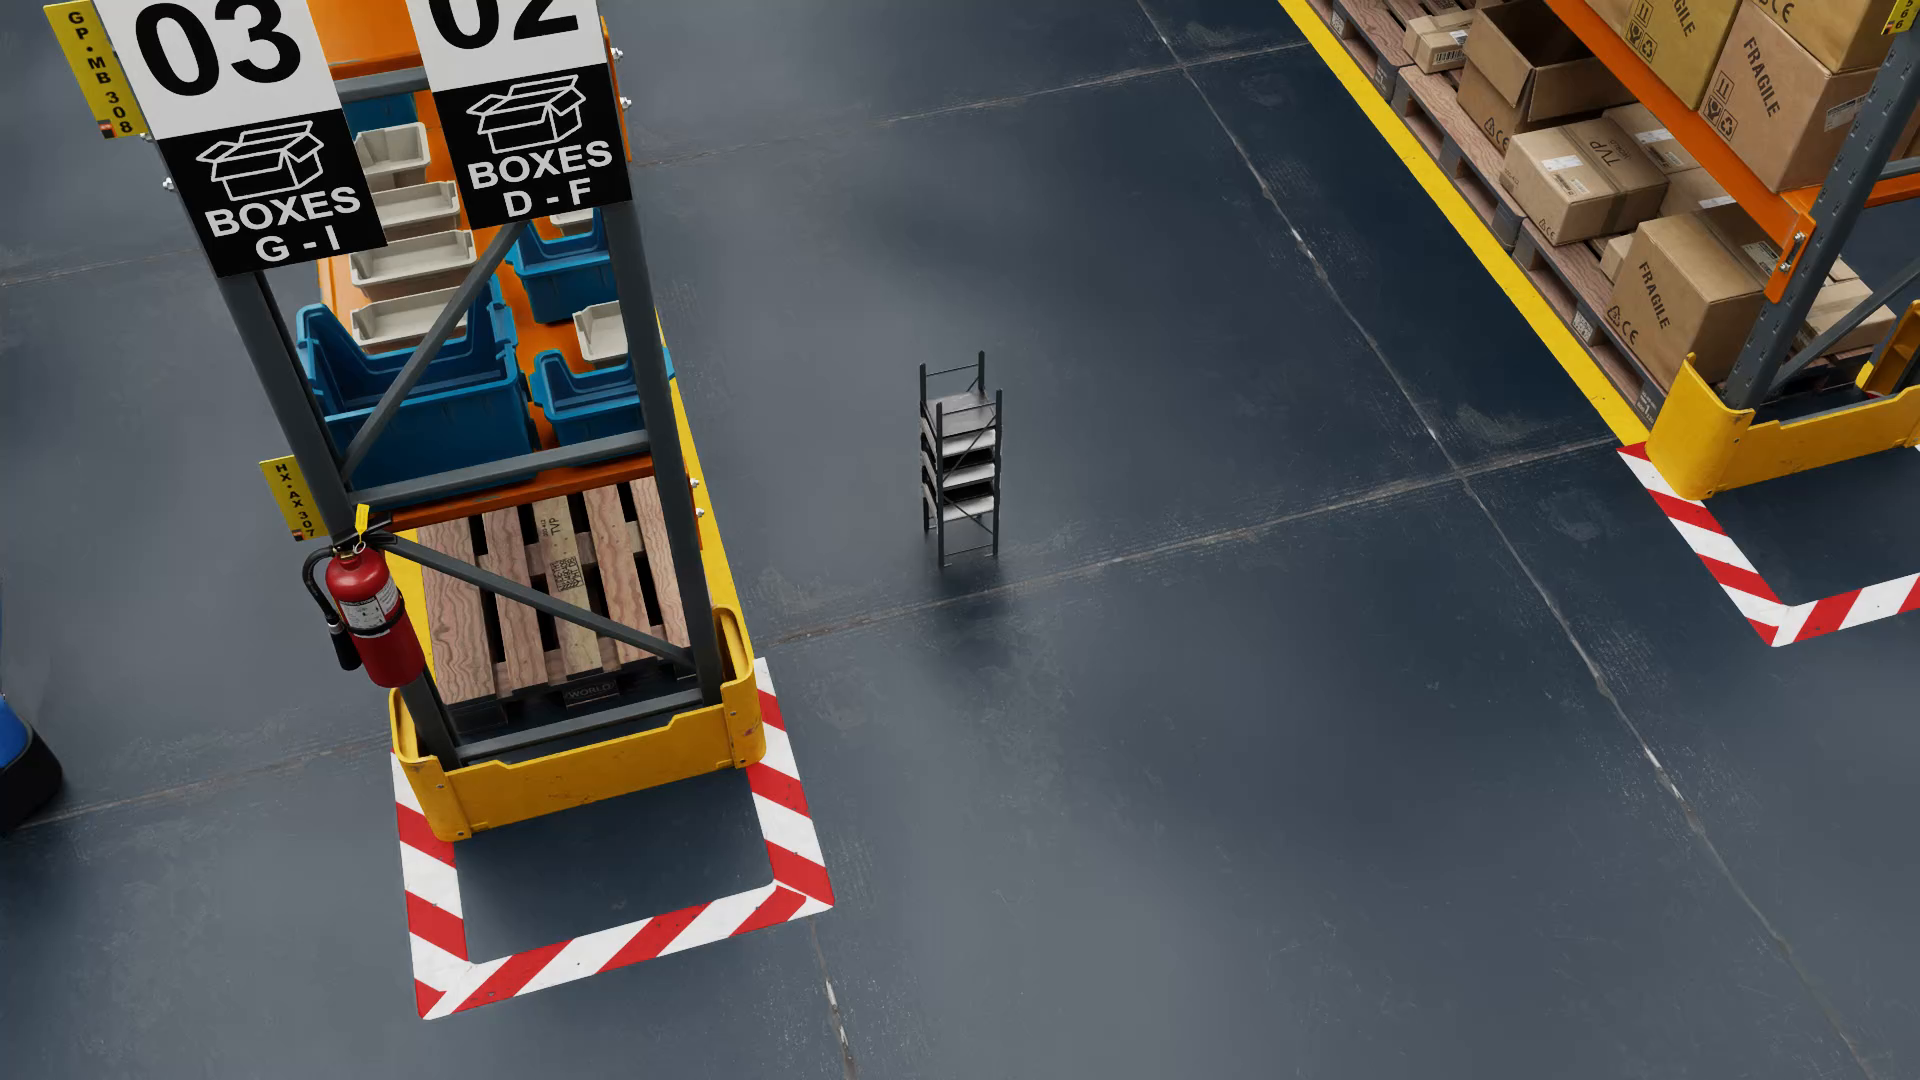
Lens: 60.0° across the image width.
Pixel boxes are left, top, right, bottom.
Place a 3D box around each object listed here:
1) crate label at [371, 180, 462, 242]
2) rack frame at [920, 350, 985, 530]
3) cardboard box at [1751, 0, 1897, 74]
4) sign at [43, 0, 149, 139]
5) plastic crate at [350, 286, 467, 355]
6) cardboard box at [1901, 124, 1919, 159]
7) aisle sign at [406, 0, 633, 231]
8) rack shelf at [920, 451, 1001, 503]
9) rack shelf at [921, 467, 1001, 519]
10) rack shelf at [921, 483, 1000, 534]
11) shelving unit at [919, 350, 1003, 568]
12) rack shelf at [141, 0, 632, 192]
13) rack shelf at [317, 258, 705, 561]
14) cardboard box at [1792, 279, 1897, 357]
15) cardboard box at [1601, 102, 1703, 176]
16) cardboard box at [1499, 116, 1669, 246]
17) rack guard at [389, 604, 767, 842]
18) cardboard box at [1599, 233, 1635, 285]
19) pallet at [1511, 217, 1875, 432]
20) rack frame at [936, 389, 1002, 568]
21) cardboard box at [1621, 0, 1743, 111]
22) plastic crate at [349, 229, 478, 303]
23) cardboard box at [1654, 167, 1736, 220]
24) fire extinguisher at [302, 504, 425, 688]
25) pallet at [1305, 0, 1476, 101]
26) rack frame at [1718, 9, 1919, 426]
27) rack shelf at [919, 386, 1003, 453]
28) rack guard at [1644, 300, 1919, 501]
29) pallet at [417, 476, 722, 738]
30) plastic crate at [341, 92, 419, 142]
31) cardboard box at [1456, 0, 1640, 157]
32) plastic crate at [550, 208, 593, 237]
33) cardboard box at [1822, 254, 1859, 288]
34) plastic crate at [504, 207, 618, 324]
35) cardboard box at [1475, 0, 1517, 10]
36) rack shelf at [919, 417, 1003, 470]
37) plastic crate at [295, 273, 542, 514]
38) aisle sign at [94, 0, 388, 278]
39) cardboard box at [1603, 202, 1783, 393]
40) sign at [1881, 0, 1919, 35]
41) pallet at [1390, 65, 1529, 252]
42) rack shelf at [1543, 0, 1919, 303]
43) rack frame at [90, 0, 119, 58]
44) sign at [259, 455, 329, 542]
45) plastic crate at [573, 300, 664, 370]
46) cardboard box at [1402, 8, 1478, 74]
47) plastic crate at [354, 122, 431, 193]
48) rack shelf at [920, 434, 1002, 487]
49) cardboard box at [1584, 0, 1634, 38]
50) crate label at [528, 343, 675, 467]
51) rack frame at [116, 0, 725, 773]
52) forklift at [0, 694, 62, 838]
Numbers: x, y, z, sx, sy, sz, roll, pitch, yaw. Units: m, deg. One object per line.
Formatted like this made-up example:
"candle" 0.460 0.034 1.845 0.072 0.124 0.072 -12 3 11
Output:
"crate label" -1.892 -1.098 5.636 0.396 0.136 0.243 -13 51 -11
"rack frame" -0.028 -0.358 6.253 0.240 0.900 0.006 -13 51 -11
"cardboard box" 3.038 -1.930 5.486 0.500 0.500 0.500 -14 51 -11
"sign" -1.821 -0.993 3.521 0.100 0.325 0.005 -13 51 -11
"plastic crate" -1.714 -0.685 5.288 0.396 0.136 0.243 -13 51 -11
"cardboard box" 3.553 -1.729 5.970 0.500 0.500 0.500 -12 51 -10
"aisle sign" -0.995 -1.048 3.761 0.394 0.787 0.004 -13 51 -11
"rack shelf" 0.002 -0.263 6.216 0.258 0.077 0.200 -13 51 -11
"rack shelf" 0.002 -0.205 6.285 0.258 0.077 0.200 -13 51 -11
"rack shelf" 0.002 -0.147 6.354 0.258 0.077 0.200 -13 51 -11
"shelving unit" 0.002 -0.284 6.191 0.258 0.900 0.210 -13 51 -11
"rack shelf" -1.892 -2.391 5.102 1.077 0.370 4.000 -13 51 -11
"rack shelf" -1.892 -1.425 6.249 1.077 0.370 4.000 -13 51 -11
"cardboard box" 3.637 -0.919 6.930 0.380 0.149 0.250 -13 51 -11
"cardboard box" 3.247 -1.760 7.572 0.500 0.250 0.500 -13 51 -11
"cardboard box" 2.784 -1.611 7.446 0.500 0.250 0.500 -13 51 -11
"rack guard" -1.281 0.625 5.686 1.175 0.500 0.348 -13 51 -11
"cardboard box" 3.003 -1.199 7.154 0.380 0.166 0.250 -13 51 -11
"pallet" 3.174 -1.052 7.288 1.003 0.211 1.213 -13 51 -11
"rack frame" 0.032 -0.210 6.128 0.240 0.900 0.006 -13 51 -11
"cardboard box" 2.884 -1.989 6.189 0.500 0.500 0.500 -13 51 -11
"plastic crate" -1.786 -0.900 5.469 0.396 0.136 0.243 -13 51 -11
"cardboard box" 3.395 -1.395 7.264 0.500 0.250 0.500 -13 51 -11
"fire extinguisher" -1.690 0.162 4.735 0.296 0.674 0.183 -13 51 -11
"pallet" 2.452 -2.834 8.791 1.003 0.211 1.213 -13 51 -11
"rack frame" 3.433 -1.313 5.685 1.000 3.000 0.127 -13 51 -11
"rack shelf" 0.002 -0.437 6.010 0.258 0.077 0.200 -13 51 -11
"rack guard" 3.410 -0.563 6.687 1.175 0.500 0.348 -13 51 -11
"pallet" -1.507 0.092 6.324 1.003 0.211 1.213 -13 51 -11
"plastic crate" -2.152 -1.603 6.000 0.416 0.233 0.300 -13 51 -11
"cardboard box" 2.810 -2.201 7.778 0.797 0.503 0.637 -13 51 -11
"plastic crate" -1.275 -1.133 5.666 0.250 0.136 0.298 -13 51 -11
"cardboard box" 3.563 -1.108 7.077 0.380 0.166 0.250 -13 51 -11
"plastic crate" -1.253 -0.897 5.404 0.416 0.233 0.300 -13 51 -11
"cardboard box" 2.911 -2.610 8.249 0.500 0.311 0.500 -13 51 -11
"rack shelf" 0.002 -0.379 6.078 0.258 0.077 0.200 -13 51 -11
"plastic crate" -1.578 -0.429 4.877 0.616 0.435 0.499 -13 51 -11
"aisle sign" -1.559 -0.915 3.649 0.394 0.787 0.004 -13 51 -11
"cardboard box" 3.037 -0.991 6.760 0.500 0.500 0.500 -13 51 -11
"sign" 2.897 -1.677 5.028 0.100 0.325 0.005 -13 51 -11
"pallet" 2.816 -1.941 8.038 1.003 0.211 1.213 -13 51 -11
"rack shelf" 2.841 -2.542 7.191 1.077 0.370 4.000 -13 51 -11
"rack frame" -1.300 -2.129 2.449 1.000 3.000 0.127 -13 51 -11
"sign" -1.821 -0.112 4.566 0.100 0.325 0.005 -13 51 -11
"plastic crate" -1.074 -0.638 5.249 0.250 0.136 0.298 -13 51 -11
"cardboard box" 2.433 -2.478 8.232 0.380 0.166 0.250 -13 51 -11
"plastic crate" -1.997 -1.310 5.815 0.298 0.136 0.250 -13 51 -11
"rack shelf" 0.002 -0.321 6.147 0.258 0.077 0.200 -13 51 -11
"cardboard box" 2.741 -2.355 6.497 0.500 0.500 0.500 -13 51 -11
"crate label" -1.059 -0.416 4.999 0.416 0.233 0.303 -13 51 -11
"rack frame" -1.300 -0.196 4.743 1.000 3.000 0.127 -13 51 -11
"forklift" -4.616 -0.394 4.955 3.031 2.935 1.130 27 55 21
